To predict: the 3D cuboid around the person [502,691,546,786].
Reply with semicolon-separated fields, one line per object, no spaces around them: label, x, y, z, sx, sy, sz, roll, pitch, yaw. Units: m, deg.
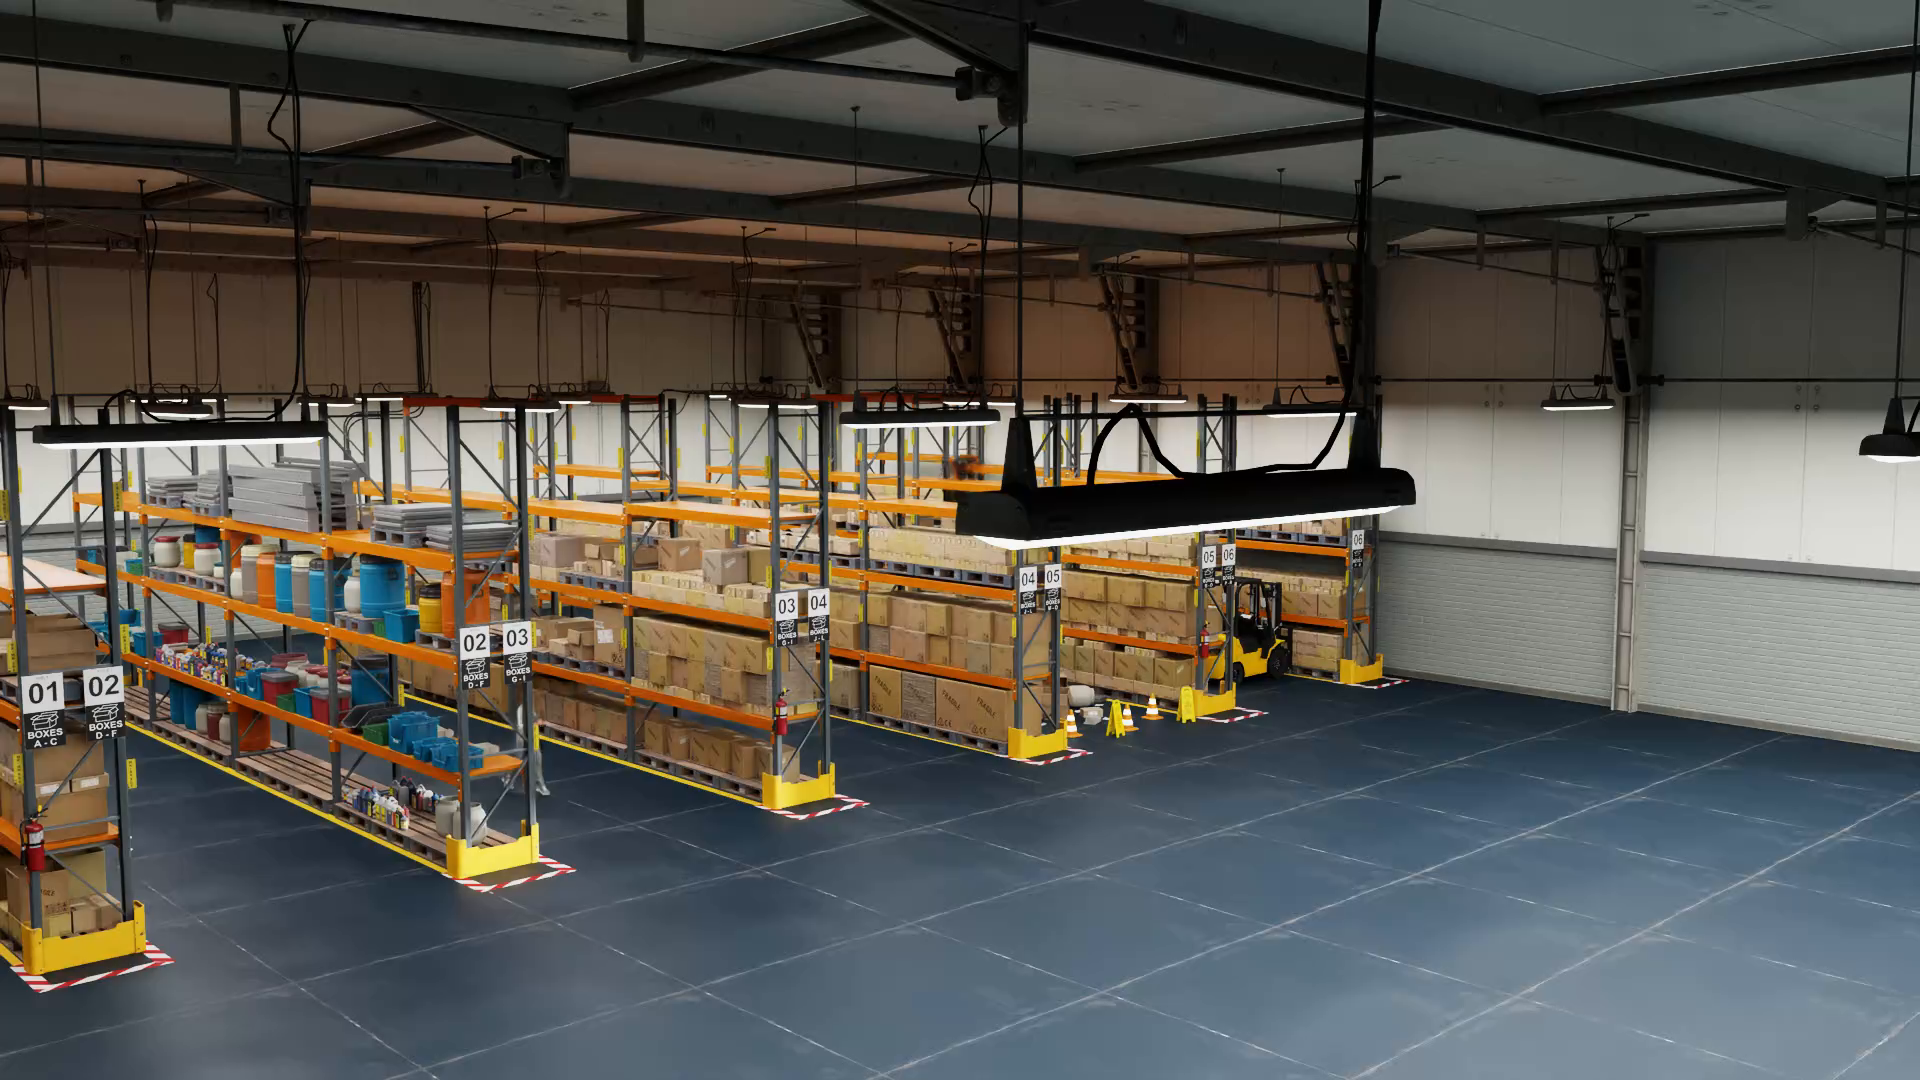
person;-6.643;3.012;25.346;0.814;1.477;0.504;3;6;26
